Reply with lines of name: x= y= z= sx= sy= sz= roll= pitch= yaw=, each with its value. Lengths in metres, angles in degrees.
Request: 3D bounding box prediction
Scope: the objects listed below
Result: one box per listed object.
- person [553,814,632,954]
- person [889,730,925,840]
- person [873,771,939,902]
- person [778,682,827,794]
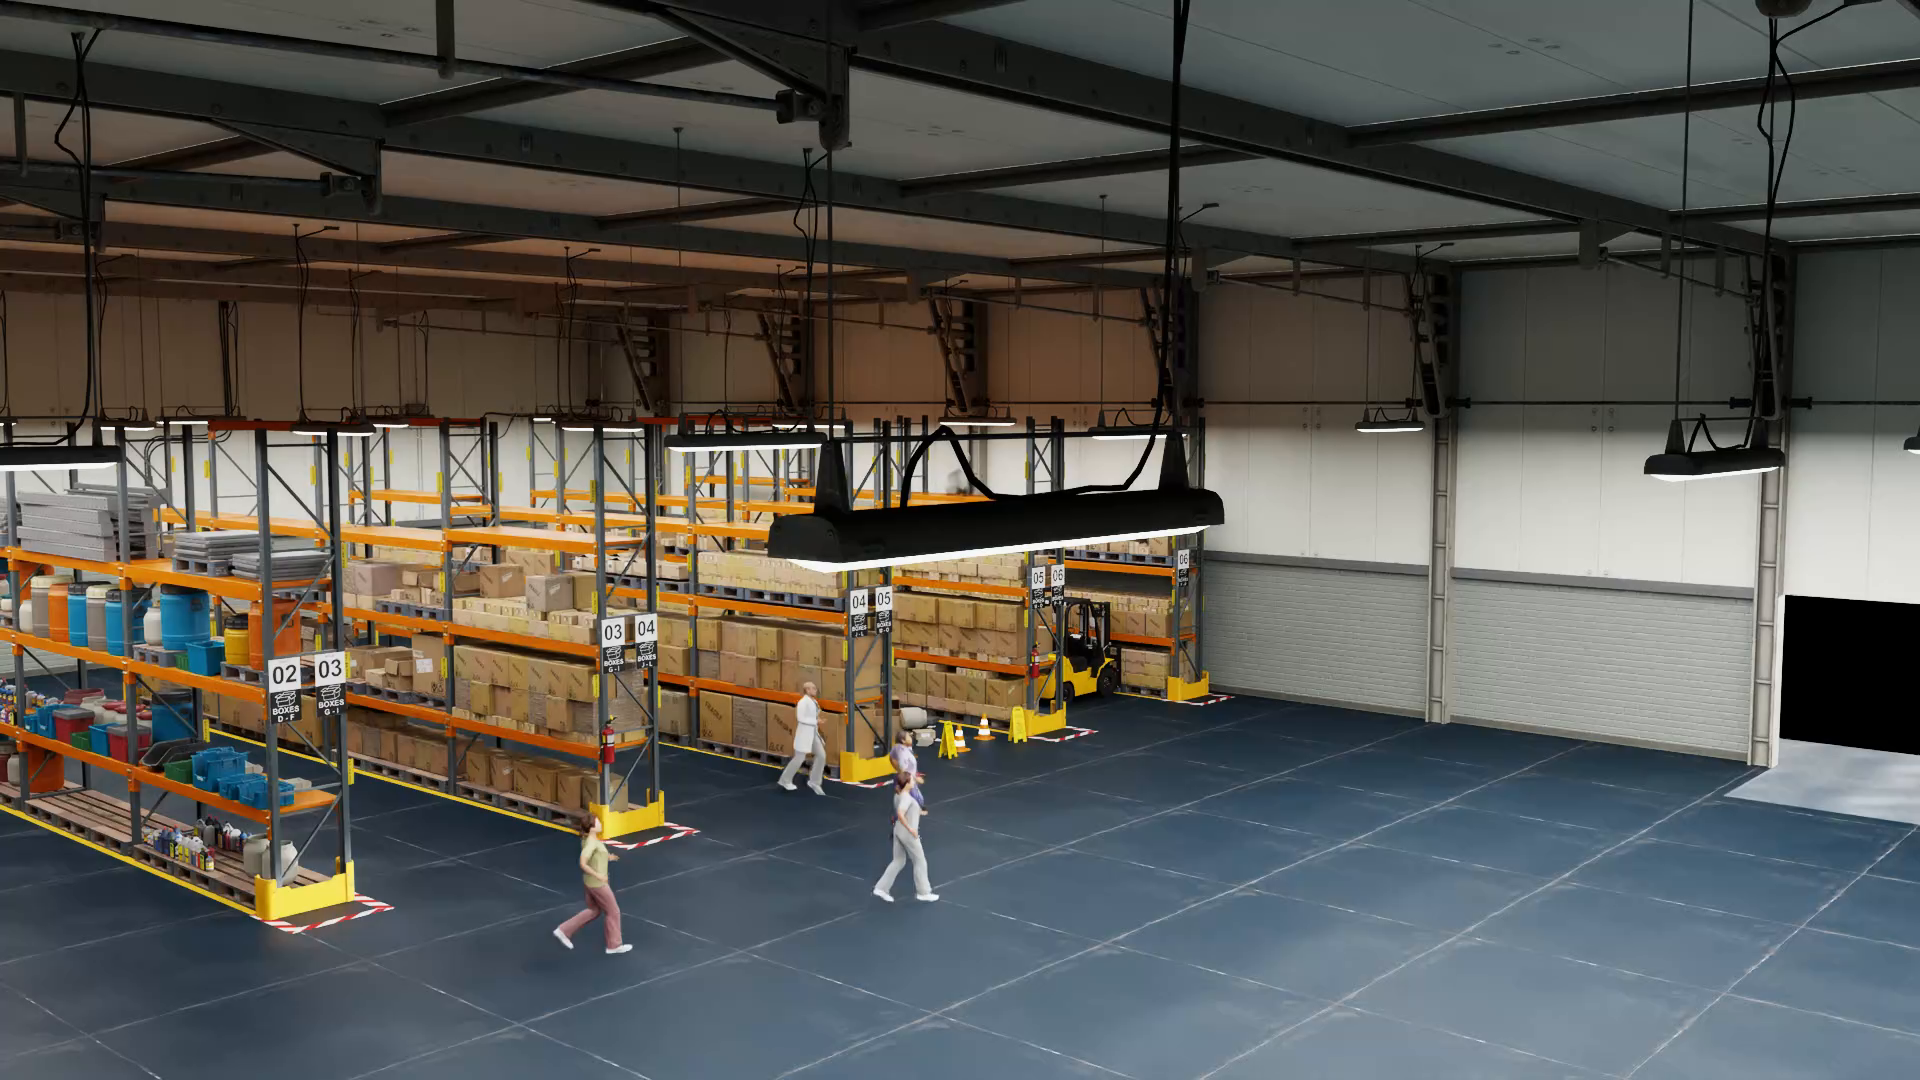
person: x=-4.185 y=3.928 z=18.949 sx=0.881 sy=1.642 sz=0.589 roll=-2 pitch=5 yaw=-24
person: x=-0.769 y=3.541 z=24.052 sx=0.508 sy=1.599 sz=0.616 roll=-1 pitch=5 yaw=-9
person: x=-0.677 y=3.731 z=20.890 sx=0.864 sy=1.671 sz=0.568 roll=-3 pitch=5 yaw=-28
person: x=-2.516 y=3.221 z=26.983 sx=0.821 sy=1.850 sz=0.724 roll=2 pitch=5 yaw=18
